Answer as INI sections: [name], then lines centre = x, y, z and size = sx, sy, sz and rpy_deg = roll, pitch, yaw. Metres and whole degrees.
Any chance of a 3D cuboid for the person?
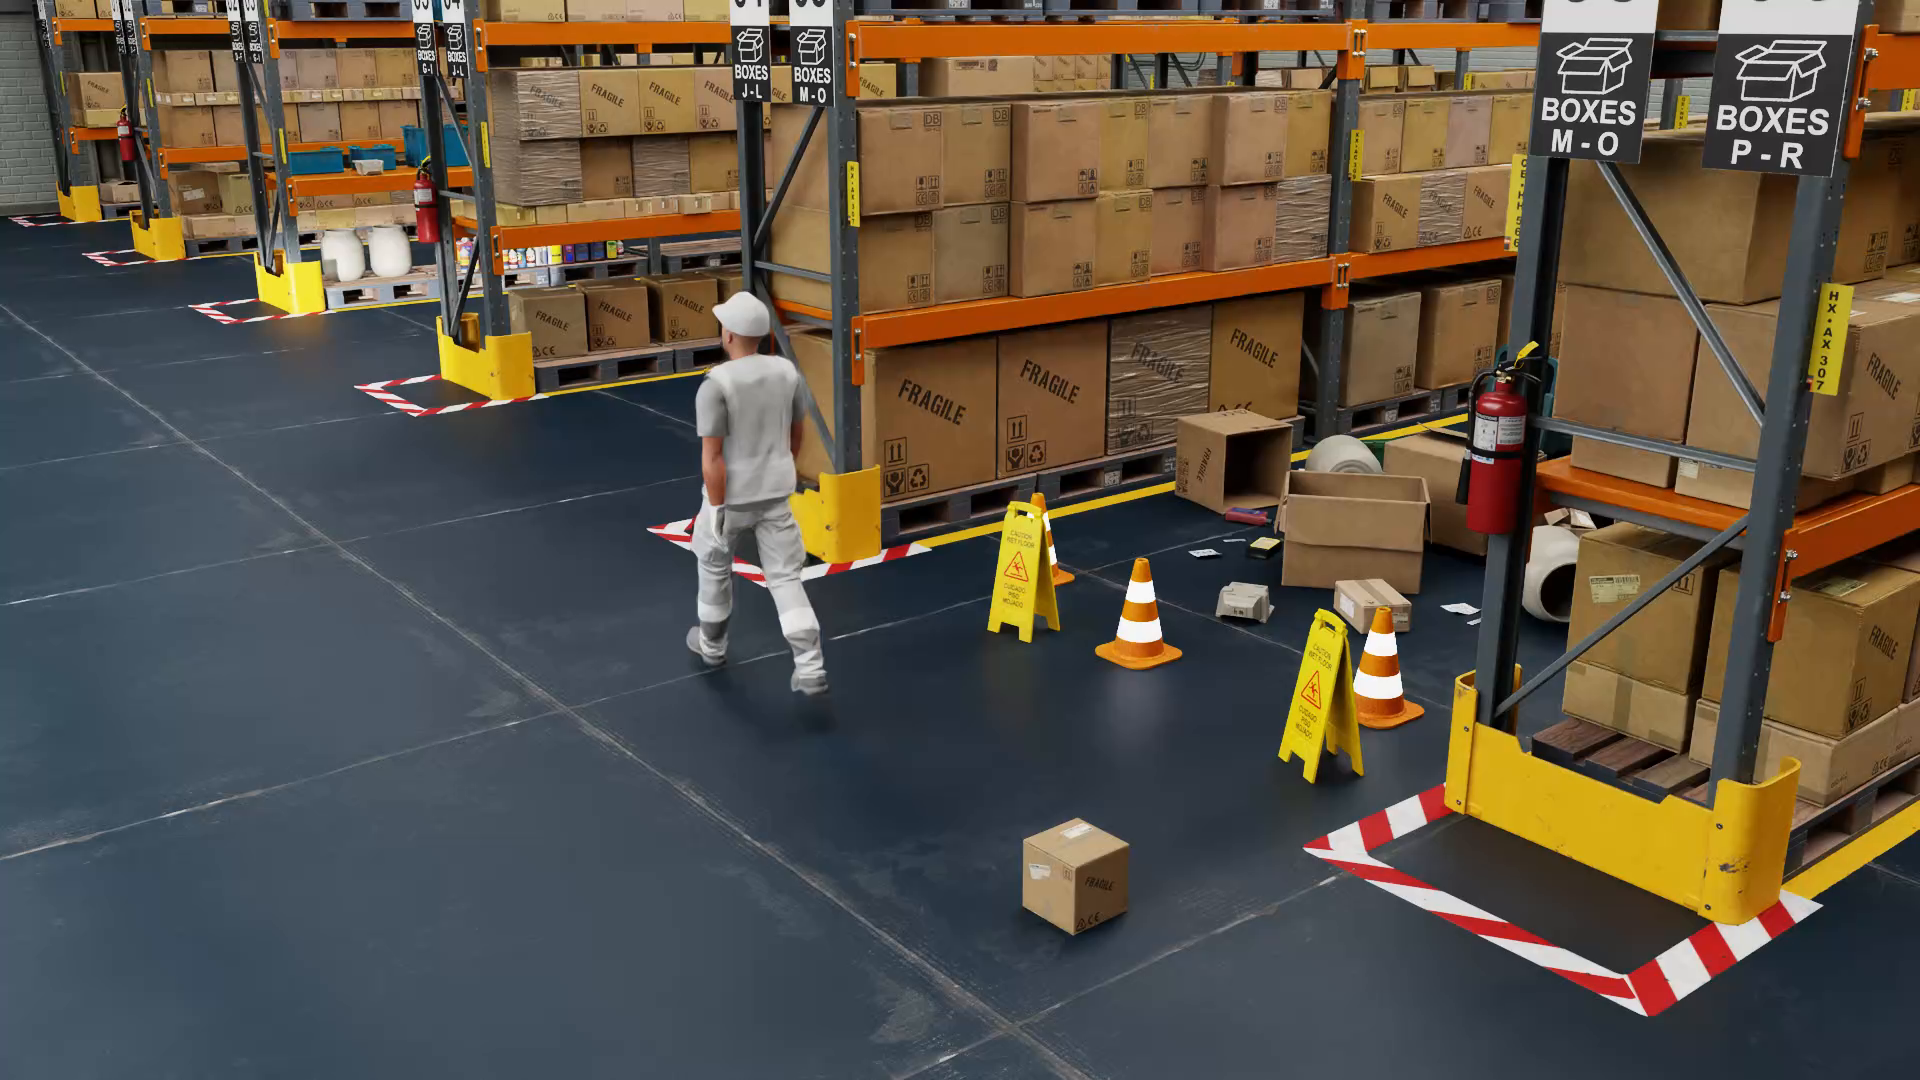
[person]
centre = -0.905, -0.203, 7.159
size = 0.530, 1.743, 1.074
rpy_deg = -10, 20, -28
